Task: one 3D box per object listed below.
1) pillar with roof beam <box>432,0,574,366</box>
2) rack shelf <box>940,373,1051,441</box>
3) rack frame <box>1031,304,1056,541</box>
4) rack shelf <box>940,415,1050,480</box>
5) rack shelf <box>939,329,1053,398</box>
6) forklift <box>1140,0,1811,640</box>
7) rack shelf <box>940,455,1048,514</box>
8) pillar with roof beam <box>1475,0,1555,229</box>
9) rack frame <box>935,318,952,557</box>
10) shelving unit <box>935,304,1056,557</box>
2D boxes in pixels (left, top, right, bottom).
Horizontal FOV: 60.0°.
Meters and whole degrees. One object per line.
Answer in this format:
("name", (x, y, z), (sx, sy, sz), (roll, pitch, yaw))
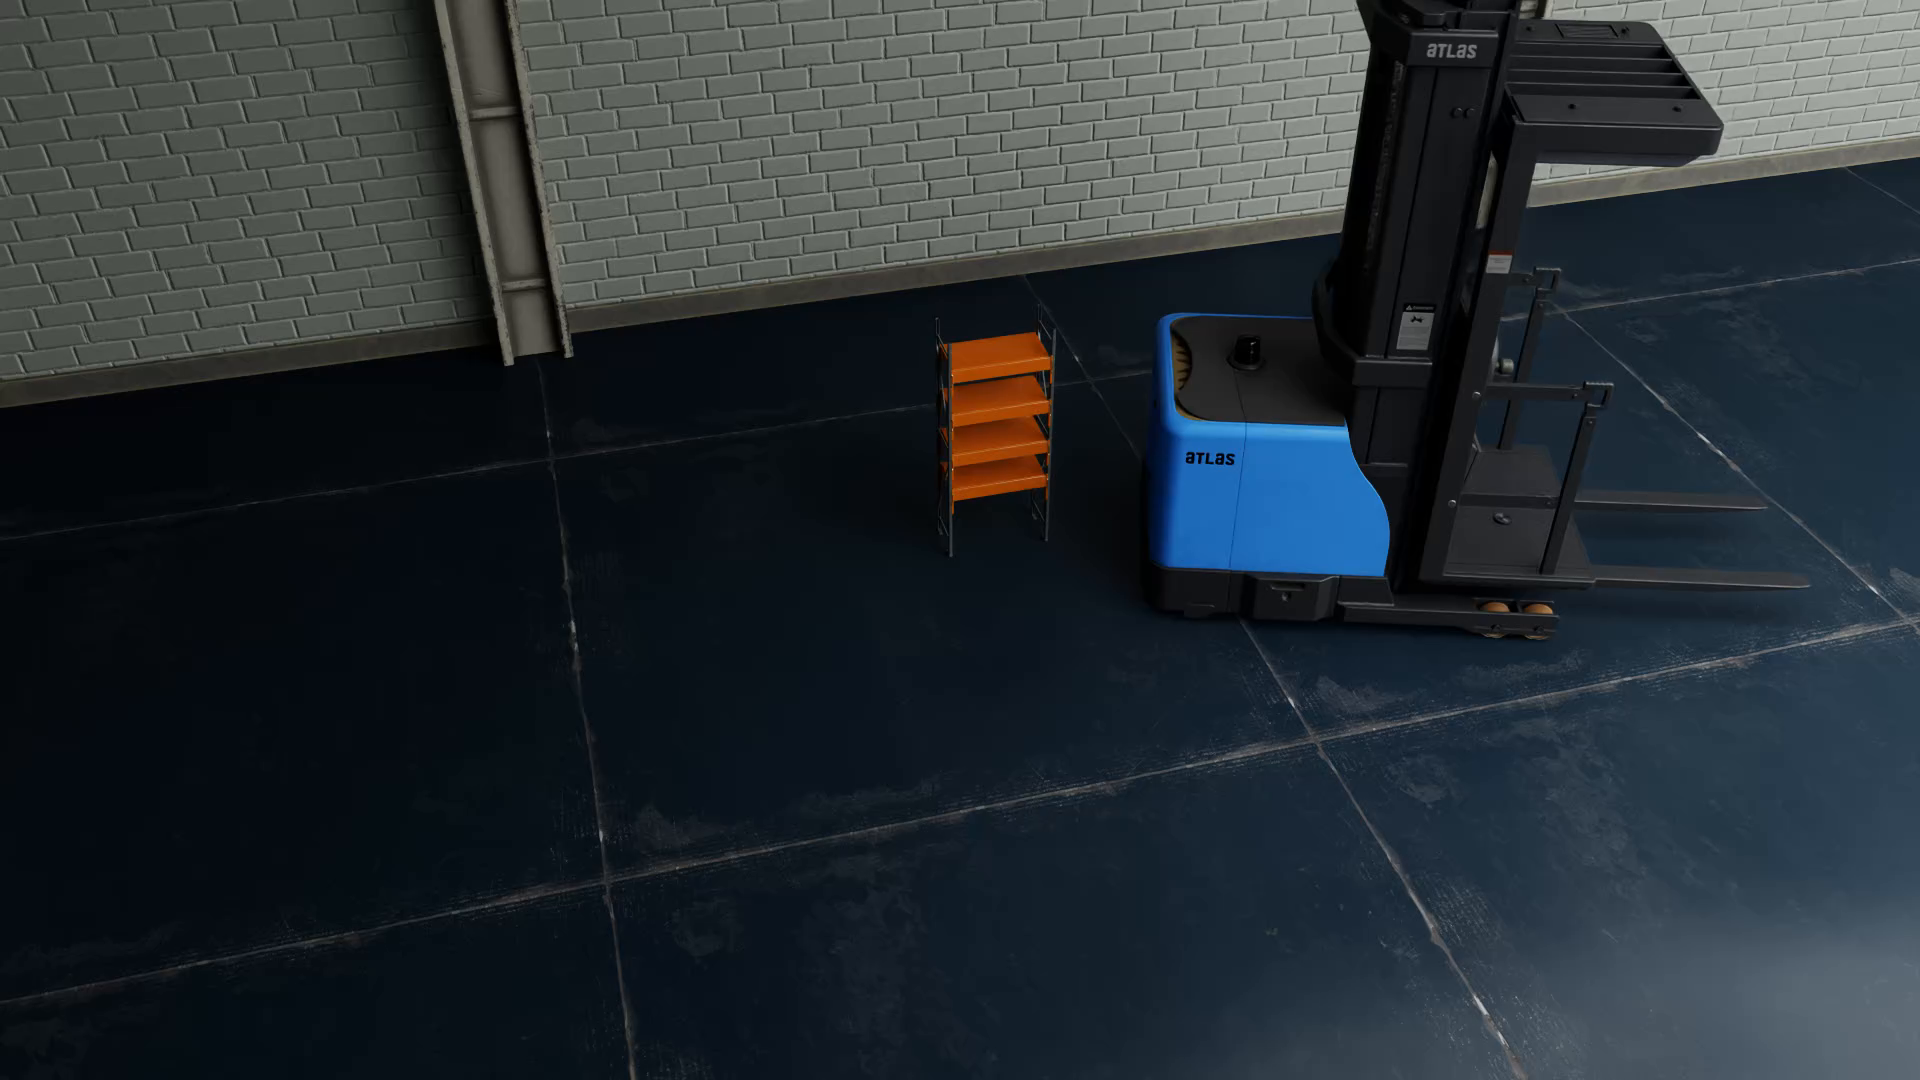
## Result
("pillar with roof beam", (-1.343, -2.169, 3.658), (0.400, 9.000, 9.100), (-9, 38, -12))
("rack shelf", (0.160, -0.627, 7.804), (0.480, 0.148, 0.258), (-9, 38, -12))
("rack frame", (0.395, -0.541, 7.950), (0.015, 1.200, 0.240), (-9, 38, -12))
("rack shelf", (0.160, -0.449, 7.940), (0.480, 0.148, 0.258), (-9, 38, -12))
("rack shelf", (0.160, -0.815, 7.660), (0.480, 0.148, 0.258), (-9, 38, -12))
("forklift", (2.397, -1.042, 7.180), (3.031, 2.935, 1.130), (2, 37, 3))
("rack shelf", (0.160, -0.292, 8.061), (0.480, 0.148, 0.258), (-9, 38, -12))
("pillar with roof beam", (4.449, -3.119, 4.901), (0.400, 9.000, 9.100), (-9, 38, -12))
("rack frame", (-0.076, -0.464, 7.849), (0.015, 1.200, 0.240), (-9, 38, -12))
("shelving unit", (0.160, -0.503, 7.899), (0.503, 1.200, 0.258), (-9, 38, -12))
